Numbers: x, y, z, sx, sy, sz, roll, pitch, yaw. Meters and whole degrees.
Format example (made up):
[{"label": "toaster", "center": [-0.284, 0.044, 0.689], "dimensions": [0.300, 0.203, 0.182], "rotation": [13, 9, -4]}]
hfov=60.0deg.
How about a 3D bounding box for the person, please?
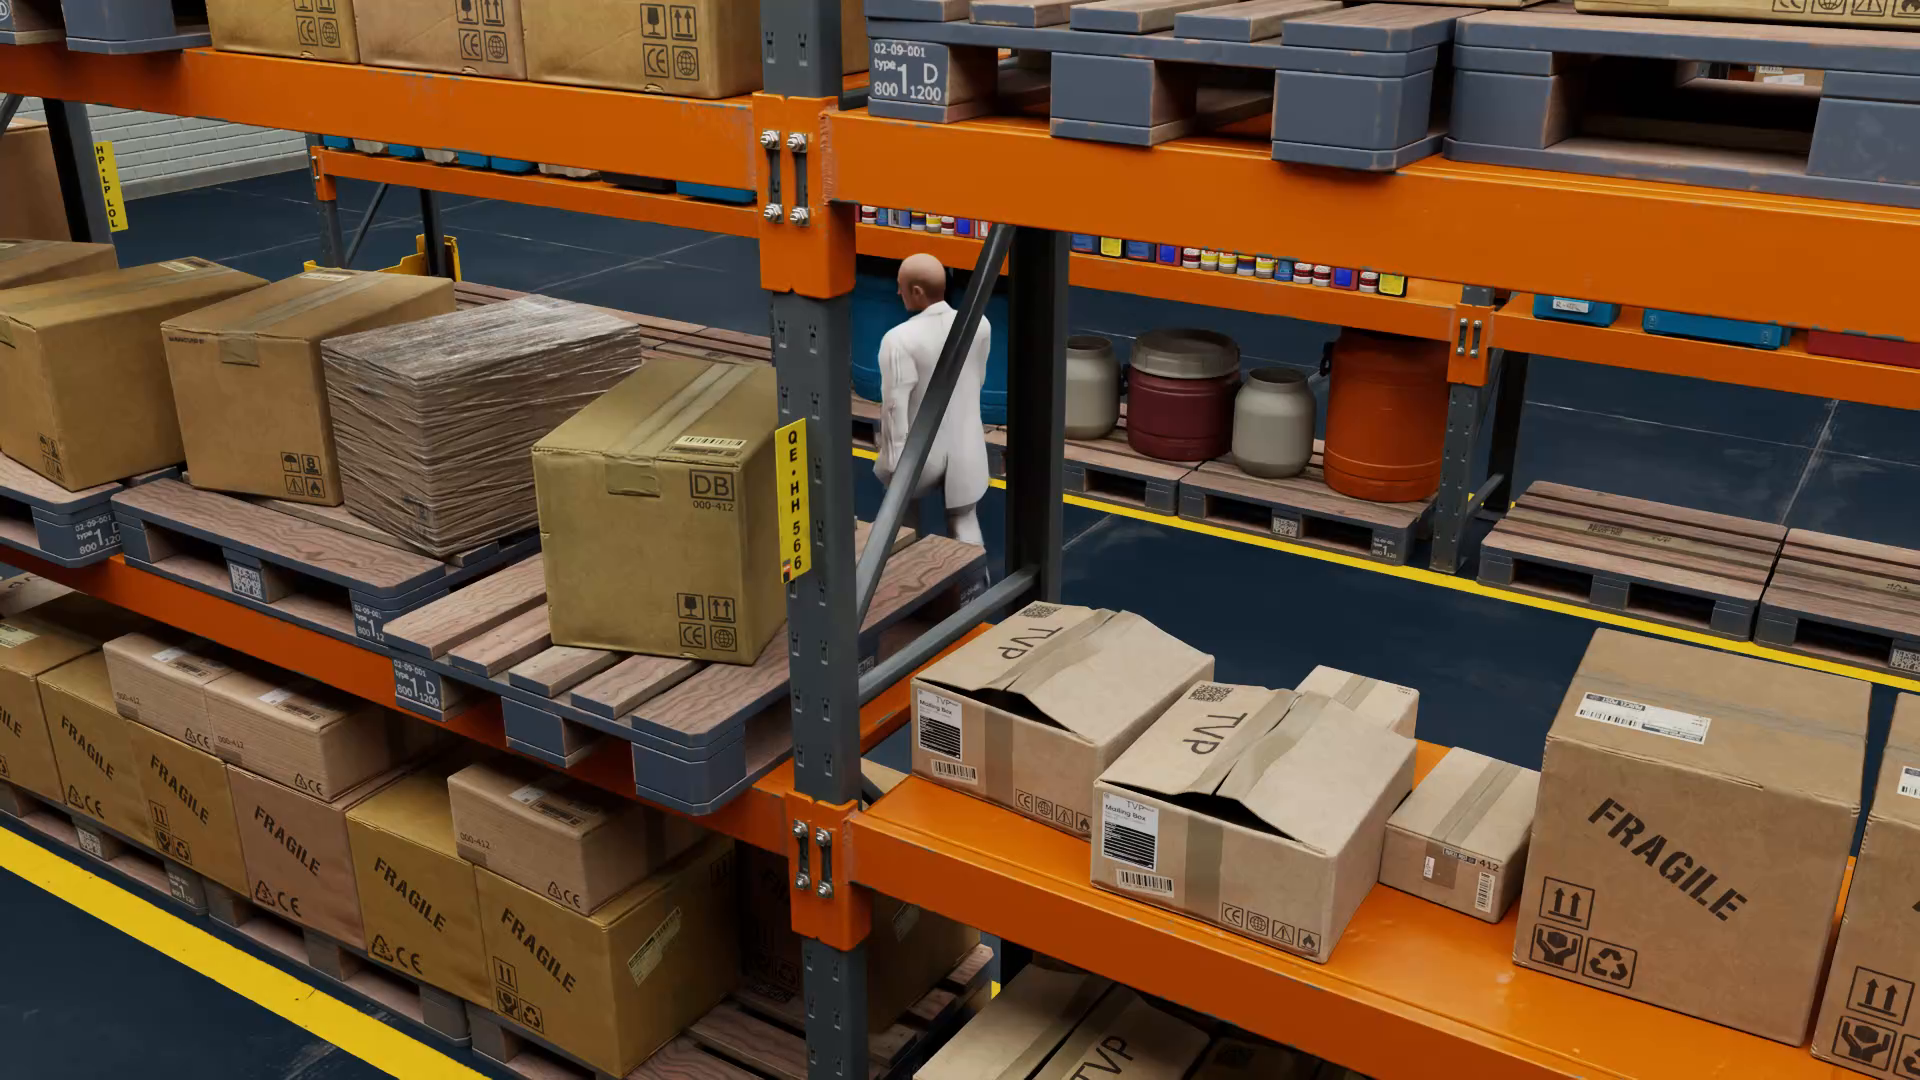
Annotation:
[{"label": "person", "center": [-0.145, -0.470, 7.361], "dimensions": [0.572, 1.667, 1.056], "rotation": [-8, 24, -19]}]
